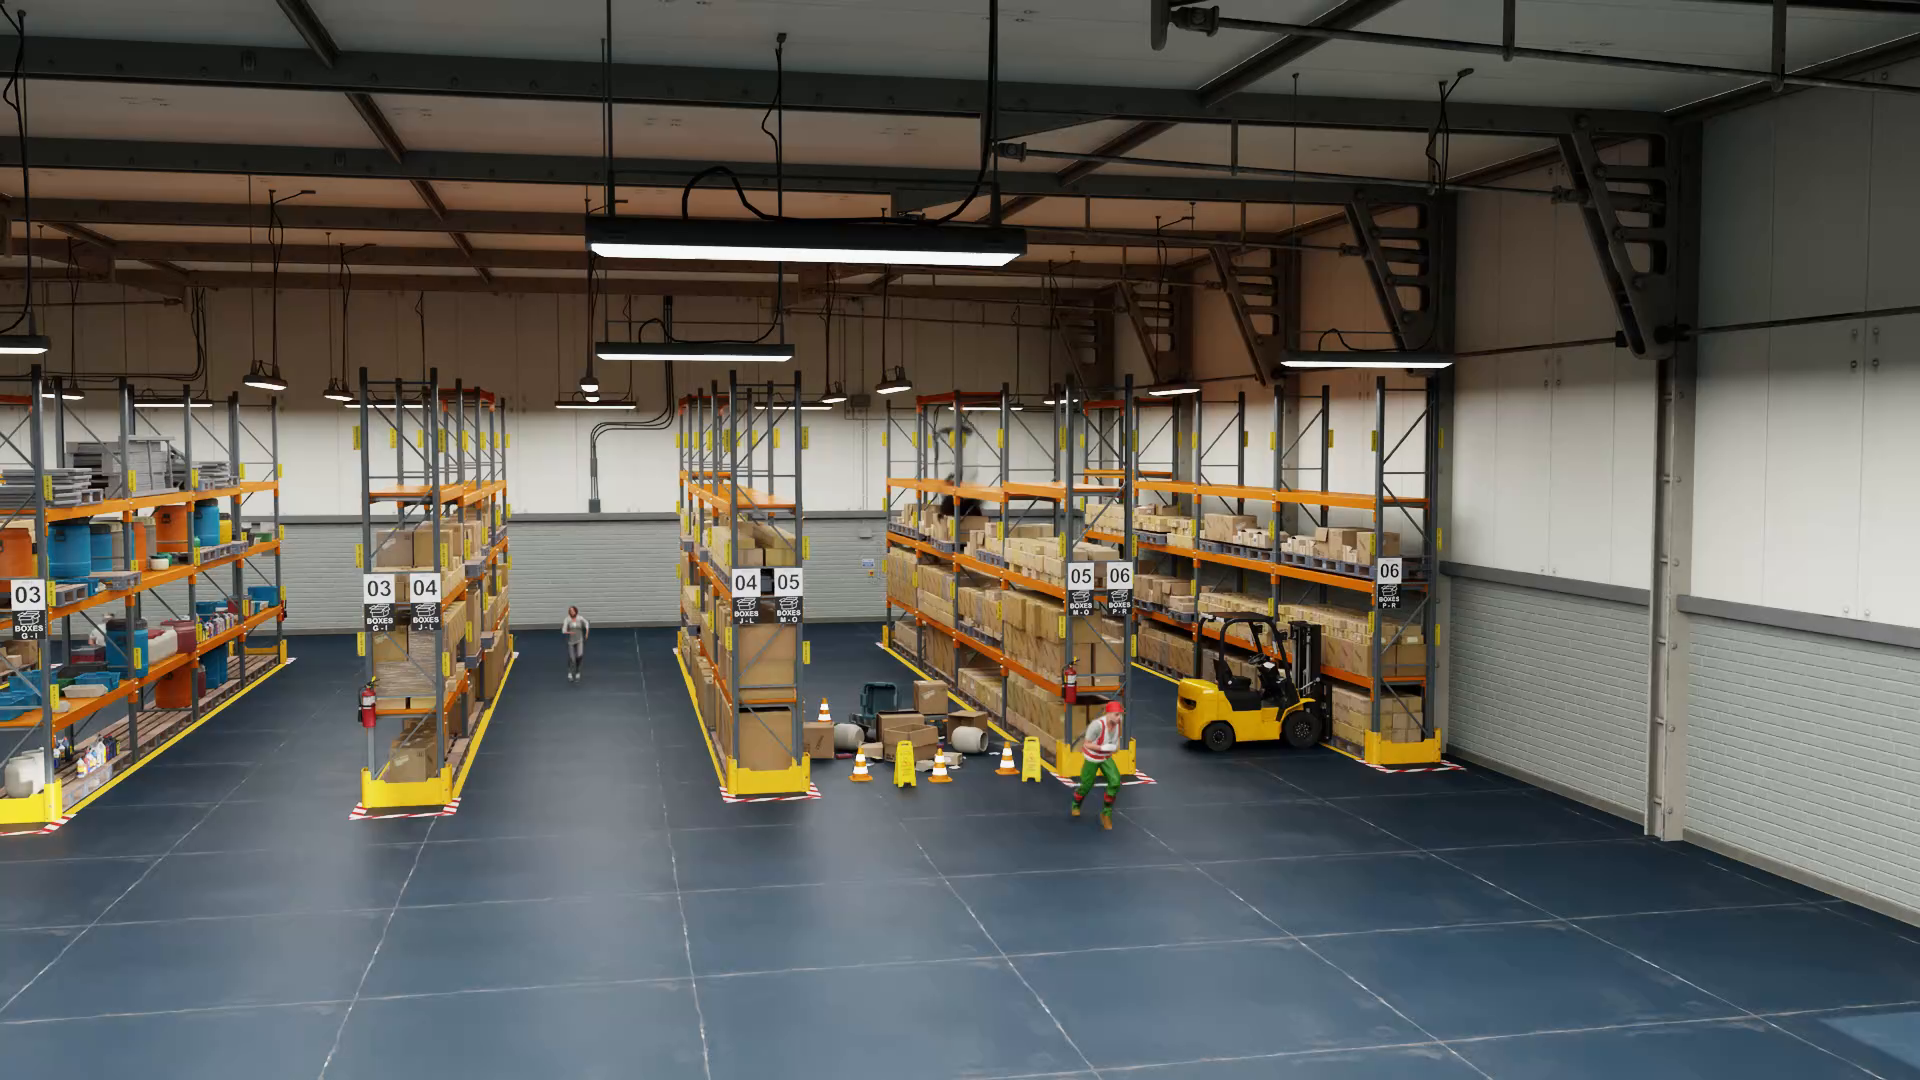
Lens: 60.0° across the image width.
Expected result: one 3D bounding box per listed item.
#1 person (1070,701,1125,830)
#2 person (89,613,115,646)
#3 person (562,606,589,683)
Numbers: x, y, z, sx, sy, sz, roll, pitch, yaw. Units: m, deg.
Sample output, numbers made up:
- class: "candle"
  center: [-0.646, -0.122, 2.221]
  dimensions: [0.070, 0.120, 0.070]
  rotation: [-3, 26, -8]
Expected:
- class: "person"
  center: [1.794, 2.902, 21.620]
  dimensions: [0.705, 1.716, 1.008]
  rotation: [-2, 4, -35]
- class: "person"
  center: [-16.452, 2.252, 32.144]
  dimensions: [0.693, 1.742, 0.723]
  rotation: [-1, 4, -15]
- class: "person"
  center: [-7.977, 2.146, 34.493]
  dimensions: [0.543, 1.589, 0.813]
  rotation: [-1, 3, -13]
